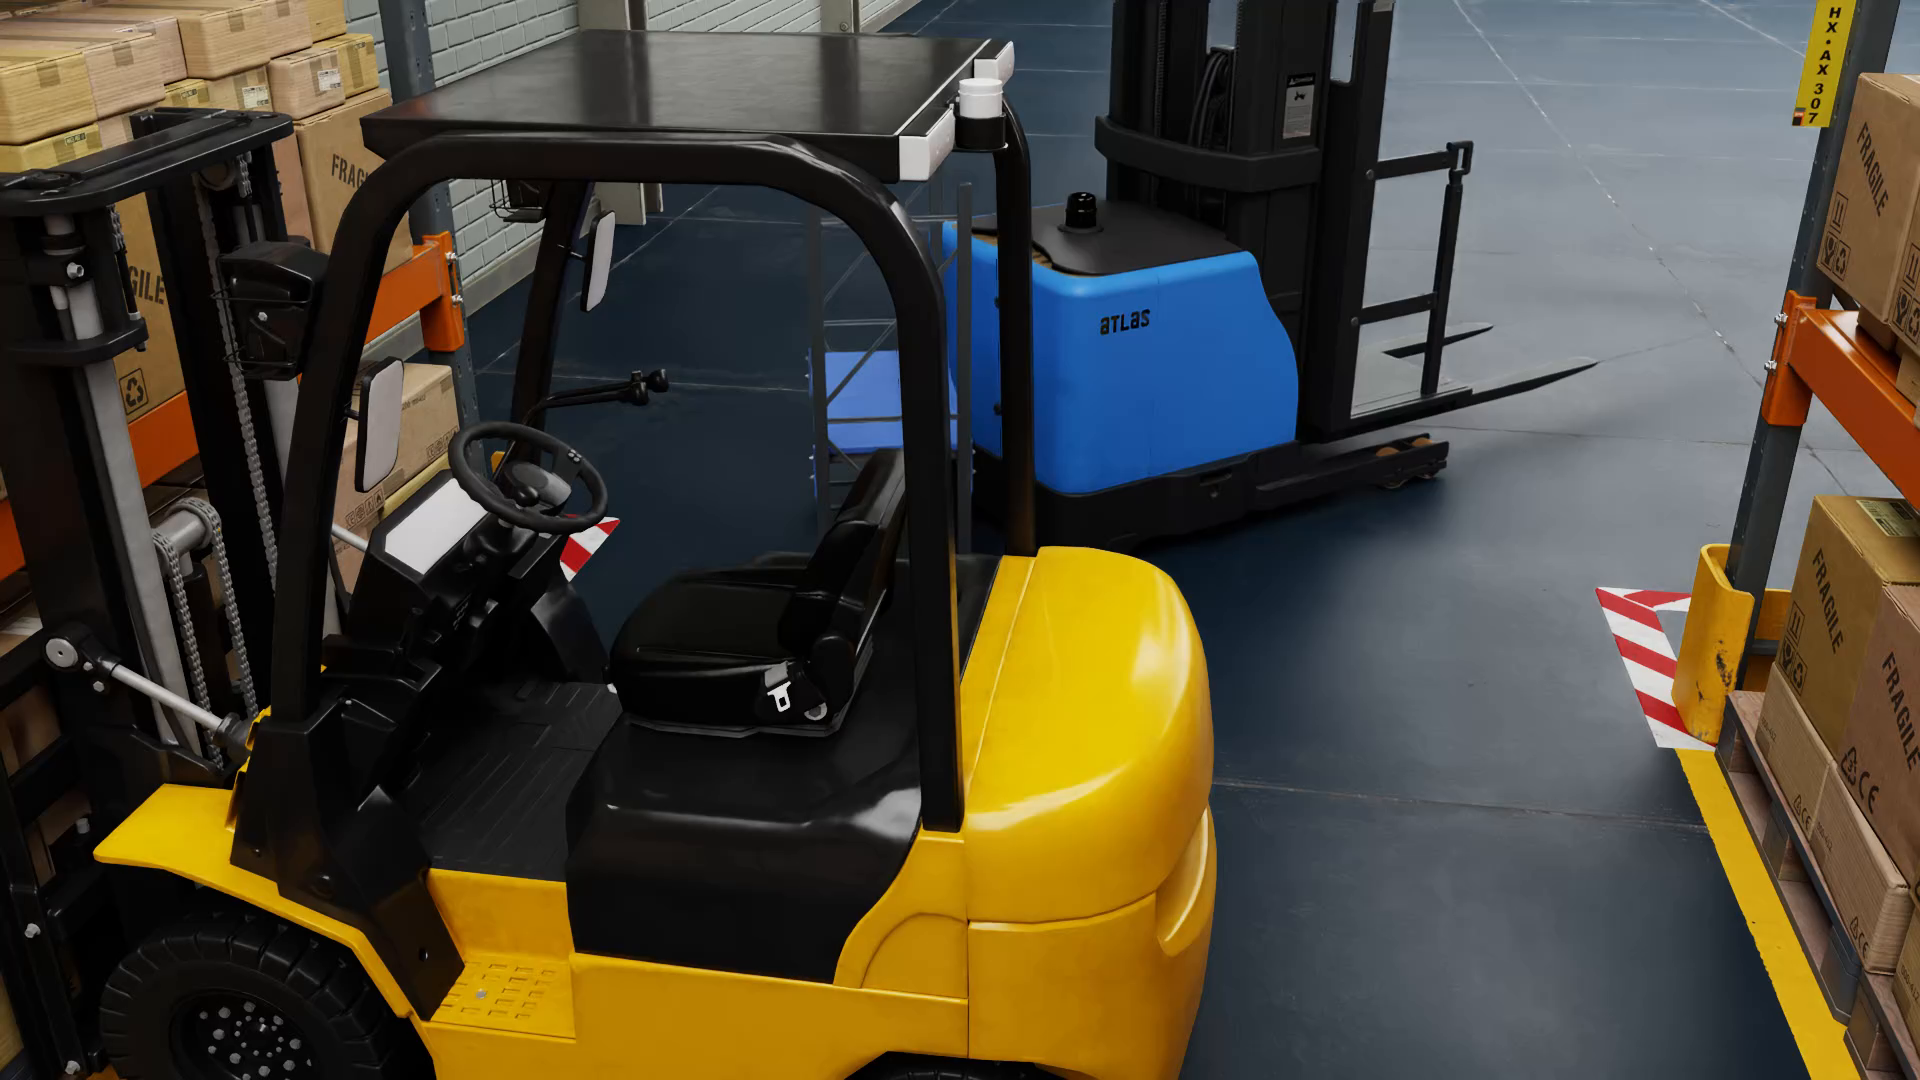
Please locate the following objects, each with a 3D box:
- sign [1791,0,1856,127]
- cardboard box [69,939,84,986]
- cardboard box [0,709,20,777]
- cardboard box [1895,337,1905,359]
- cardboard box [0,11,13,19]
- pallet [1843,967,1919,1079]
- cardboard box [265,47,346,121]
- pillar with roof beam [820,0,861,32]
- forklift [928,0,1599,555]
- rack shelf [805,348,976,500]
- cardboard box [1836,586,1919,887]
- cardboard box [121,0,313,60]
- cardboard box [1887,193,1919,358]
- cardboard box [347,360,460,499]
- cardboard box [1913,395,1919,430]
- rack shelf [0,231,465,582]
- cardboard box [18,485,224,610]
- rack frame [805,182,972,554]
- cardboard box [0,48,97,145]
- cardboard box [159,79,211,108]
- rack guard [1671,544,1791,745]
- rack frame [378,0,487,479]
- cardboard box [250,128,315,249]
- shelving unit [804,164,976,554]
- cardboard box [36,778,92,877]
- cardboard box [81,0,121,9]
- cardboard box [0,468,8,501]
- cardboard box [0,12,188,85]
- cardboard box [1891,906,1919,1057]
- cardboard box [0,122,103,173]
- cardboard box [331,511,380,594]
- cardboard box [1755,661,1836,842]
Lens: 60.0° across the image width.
[{"bbox_3d":[2.265,-1.248,4.356,0.100,0.325,0.005,4,25,9],"label":"sign"},{"bbox_3d":[-2.106,0.748,3.862,0.500,0.250,0.500,5,26,10],"label":"cardboard box"},{"bbox_3d":[-2.199,0.512,3.186,0.500,0.250,0.500,5,26,10],"label":"cardboard box"},{"bbox_3d":[2.514,-0.470,4.012,0.380,0.149,0.250,4,25,9],"label":"cardboard box"},{"bbox_3d":[-2.523,-1.187,4.015,0.380,0.149,0.250,4,25,9],"label":"cardboard box"},{"bbox_3d":[2.419,1.323,3.175,1.003,0.211,1.213,4,25,9],"label":"pallet"},{"bbox_3d":[-1.890,-1.226,4.448,0.380,0.149,0.250,4,25,9],"label":"cardboard box"},{"bbox_3d":[3.108,-8.369,13.515,9.100,9.000,0.400,4,25,9],"label":"pillar with roof beam"},{"bbox_3d":[1.391,-1.708,6.442,3.031,2.935,1.130,-15,29,-28],"label":"forklift"},{"bbox_3d":[-0.265,-0.434,5.832,0.538,0.185,1.000,-2,25,-5],"label":"rack shelf"},{"bbox_3d":[2.311,0.445,3.625,0.500,0.500,0.500,3,25,7],"label":"cardboard box"},{"bbox_3d":[-1.957,-1.364,4.393,0.380,0.149,0.250,4,25,9],"label":"cardboard box"},{"bbox_3d":[2.368,-0.602,3.530,0.500,0.500,0.500,5,26,10],"label":"cardboard box"},{"bbox_3d":[-1.865,-0.344,5.015,0.500,0.250,0.500,5,26,10],"label":"cardboard box"},{"bbox_3d":[2.303,-0.262,3.567,0.380,0.149,0.250,4,25,9],"label":"cardboard box"},{"bbox_3d":[-2.424,0.002,3.556,1.077,0.370,4.000,4,25,9],"label":"rack shelf"},{"bbox_3d":[-2.015,0.082,4.105,0.500,0.250,0.500,4,25,9],"label":"cardboard box"},{"bbox_3d":[-0.214,-0.382,5.298,0.500,1.500,0.032,-2,25,-5],"label":"rack frame"},{"bbox_3d":[-2.057,-0.929,3.462,0.380,0.149,0.250,5,25,10],"label":"cardboard box"},{"bbox_3d":[-2.044,-1.019,4.005,0.380,0.149,0.250,4,25,8],"label":"cardboard box"},{"bbox_3d":[2.788,0.346,4.921,1.175,0.500,0.348,4,25,9],"label":"rack guard"},{"bbox_3d":[-2.097,-1.160,5.191,1.000,3.000,0.127,4,25,9],"label":"rack frame"},{"bbox_3d":[-2.012,-0.765,4.229,0.500,0.500,0.500,5,26,10],"label":"cardboard box"},{"bbox_3d":[-0.265,-0.597,5.756,0.538,1.500,1.048,-2,25,-5],"label":"shelving unit"},{"bbox_3d":[-2.110,0.529,3.740,0.500,0.250,0.500,4,25,8],"label":"cardboard box"},{"bbox_3d":[-2.468,-1.402,4.472,0.380,0.149,0.250,5,26,10],"label":"cardboard box"},{"bbox_3d":[-2.167,-0.340,3.320,0.500,0.500,0.500,4,25,9],"label":"cardboard box"},{"bbox_3d":[-2.087,-1.154,3.943,0.380,0.149,0.250,4,25,9],"label":"cardboard box"},{"bbox_3d":[2.228,0.997,3.329,0.500,0.250,0.500,6,26,12],"label":"cardboard box"},{"bbox_3d":[-2.063,-0.797,3.531,0.380,0.149,0.250,4,25,9],"label":"cardboard box"},{"bbox_3d":[-1.961,0.103,4.651,0.500,0.250,0.500,4,25,8],"label":"cardboard box"},{"bbox_3d":[2.396,0.555,4.273,0.500,0.250,0.500,4,25,8],"label":"cardboard box"}]
